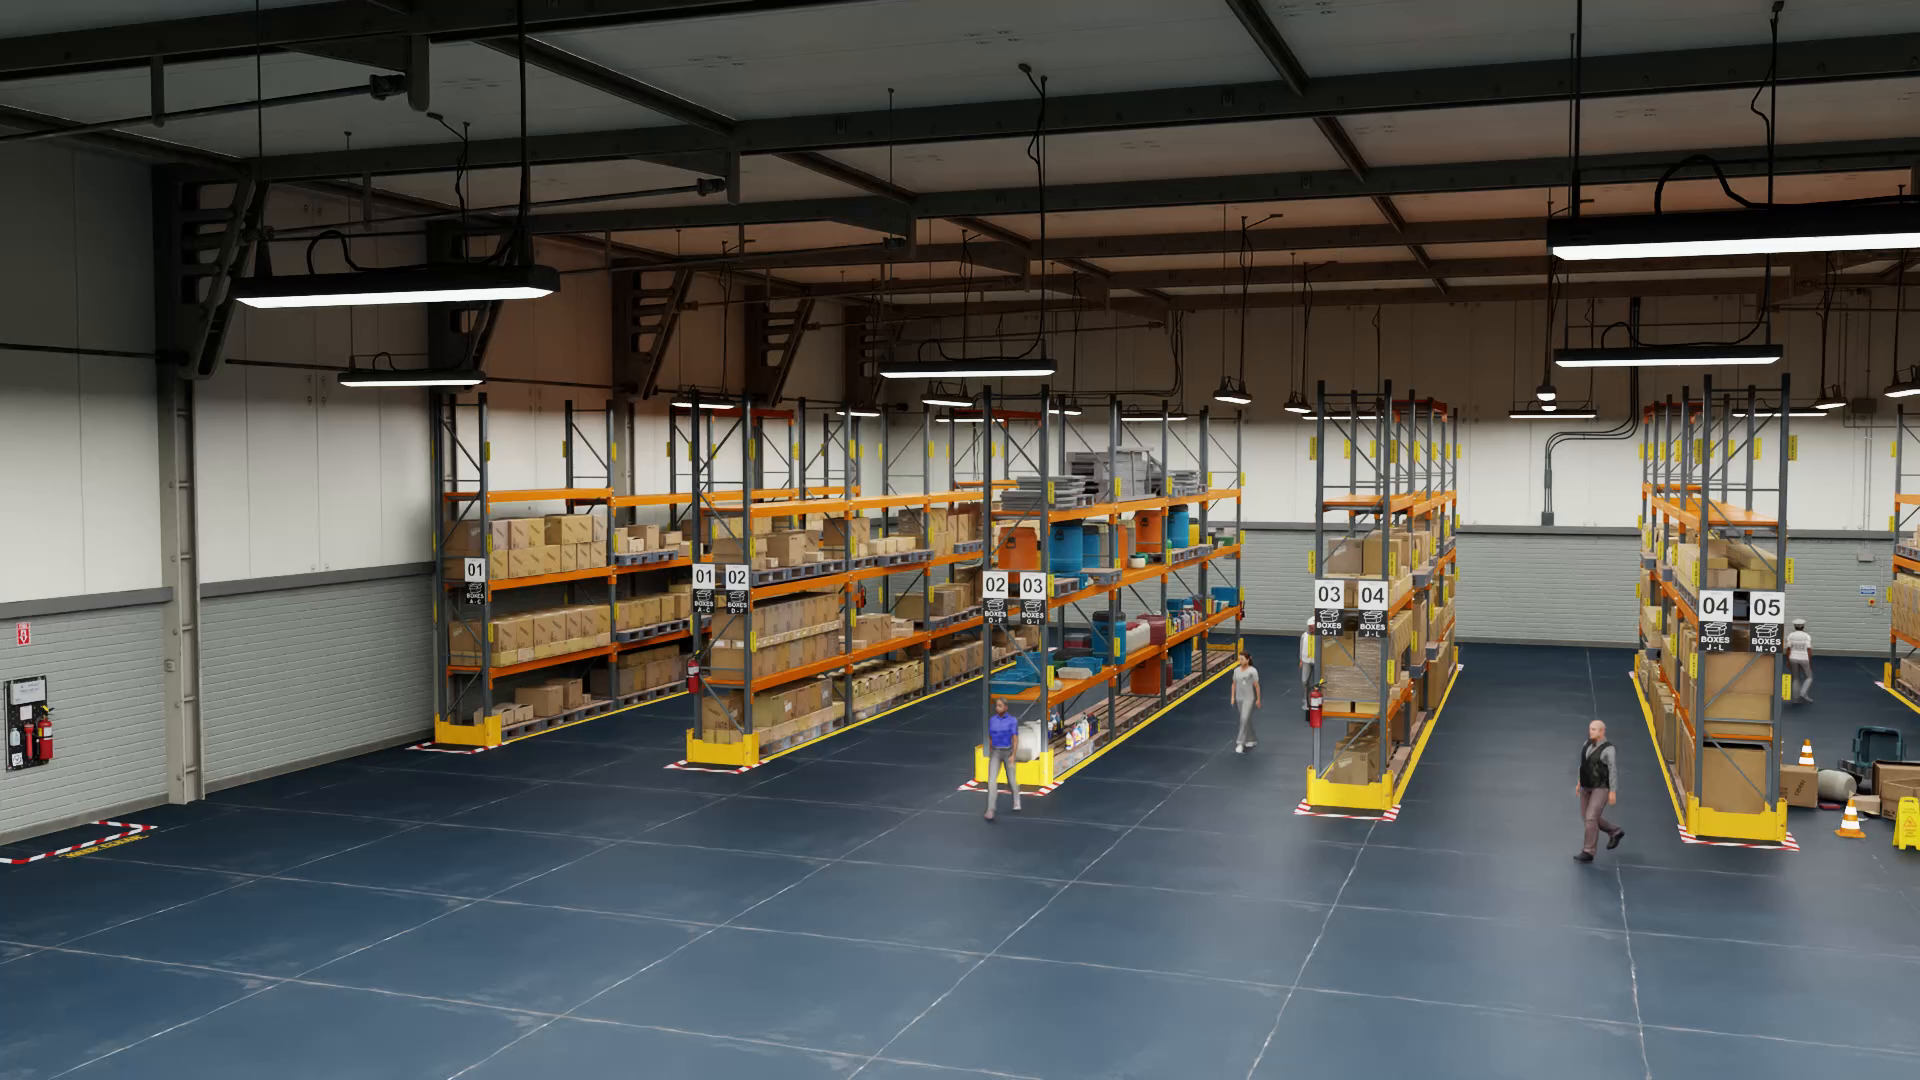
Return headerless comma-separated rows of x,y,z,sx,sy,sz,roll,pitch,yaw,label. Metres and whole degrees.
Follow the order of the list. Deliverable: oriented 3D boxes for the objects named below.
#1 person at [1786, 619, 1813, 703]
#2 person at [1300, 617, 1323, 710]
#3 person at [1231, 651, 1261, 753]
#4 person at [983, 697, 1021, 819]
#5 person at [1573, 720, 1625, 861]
16.645,2.416,32.960,0.513,1.673,0.495,2,4,35,person
6.880,2.402,32.406,0.591,1.800,0.632,2,4,30,person
4.737,2.676,27.823,0.871,1.638,0.504,-3,4,-42,person
0.589,2.960,22.799,0.474,1.607,0.948,1,3,20,person
7.847,3.061,20.453,0.883,1.693,0.567,-1,3,-17,person
